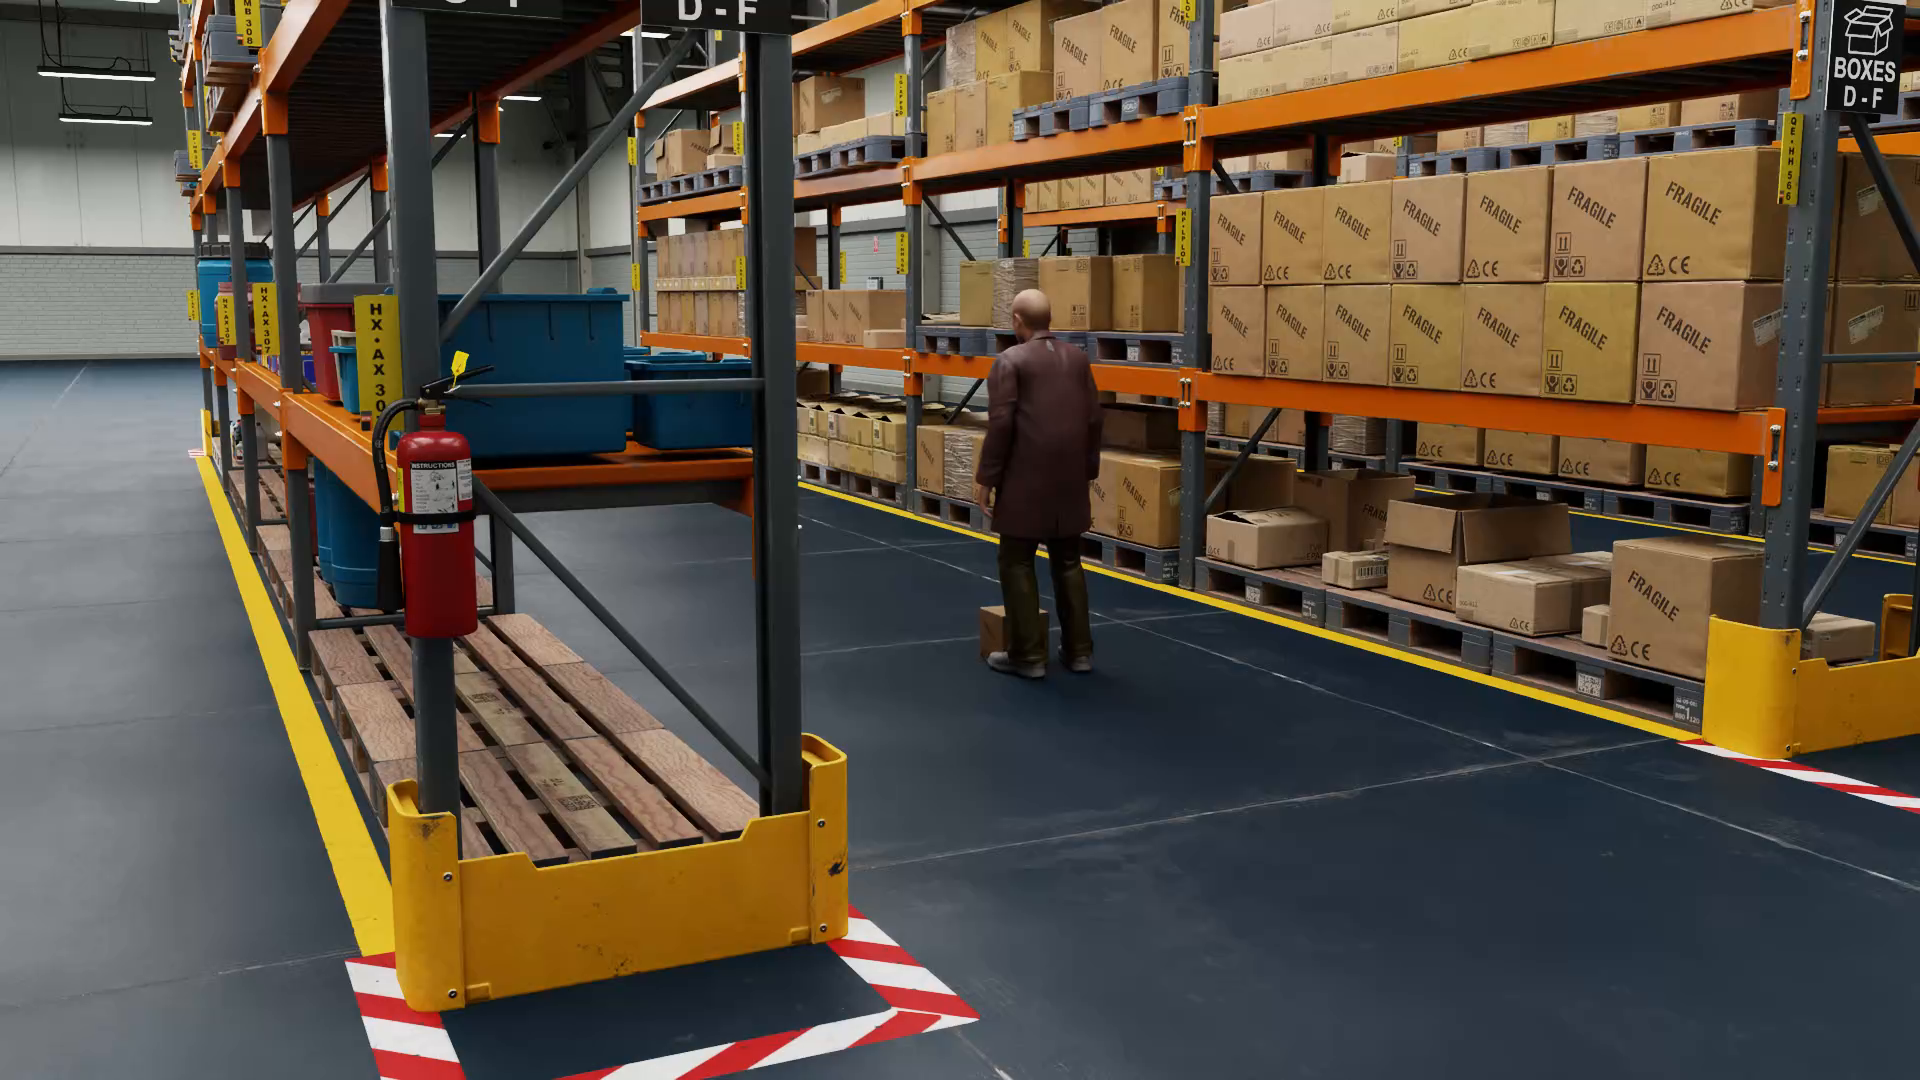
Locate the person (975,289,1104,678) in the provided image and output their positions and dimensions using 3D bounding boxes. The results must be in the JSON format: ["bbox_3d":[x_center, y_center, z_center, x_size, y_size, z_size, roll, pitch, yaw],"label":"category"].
[{"bbox_3d":[0.364,-0.263,7.680,0.654,1.774,0.421,-5,10,-29],"label":"person"}]
